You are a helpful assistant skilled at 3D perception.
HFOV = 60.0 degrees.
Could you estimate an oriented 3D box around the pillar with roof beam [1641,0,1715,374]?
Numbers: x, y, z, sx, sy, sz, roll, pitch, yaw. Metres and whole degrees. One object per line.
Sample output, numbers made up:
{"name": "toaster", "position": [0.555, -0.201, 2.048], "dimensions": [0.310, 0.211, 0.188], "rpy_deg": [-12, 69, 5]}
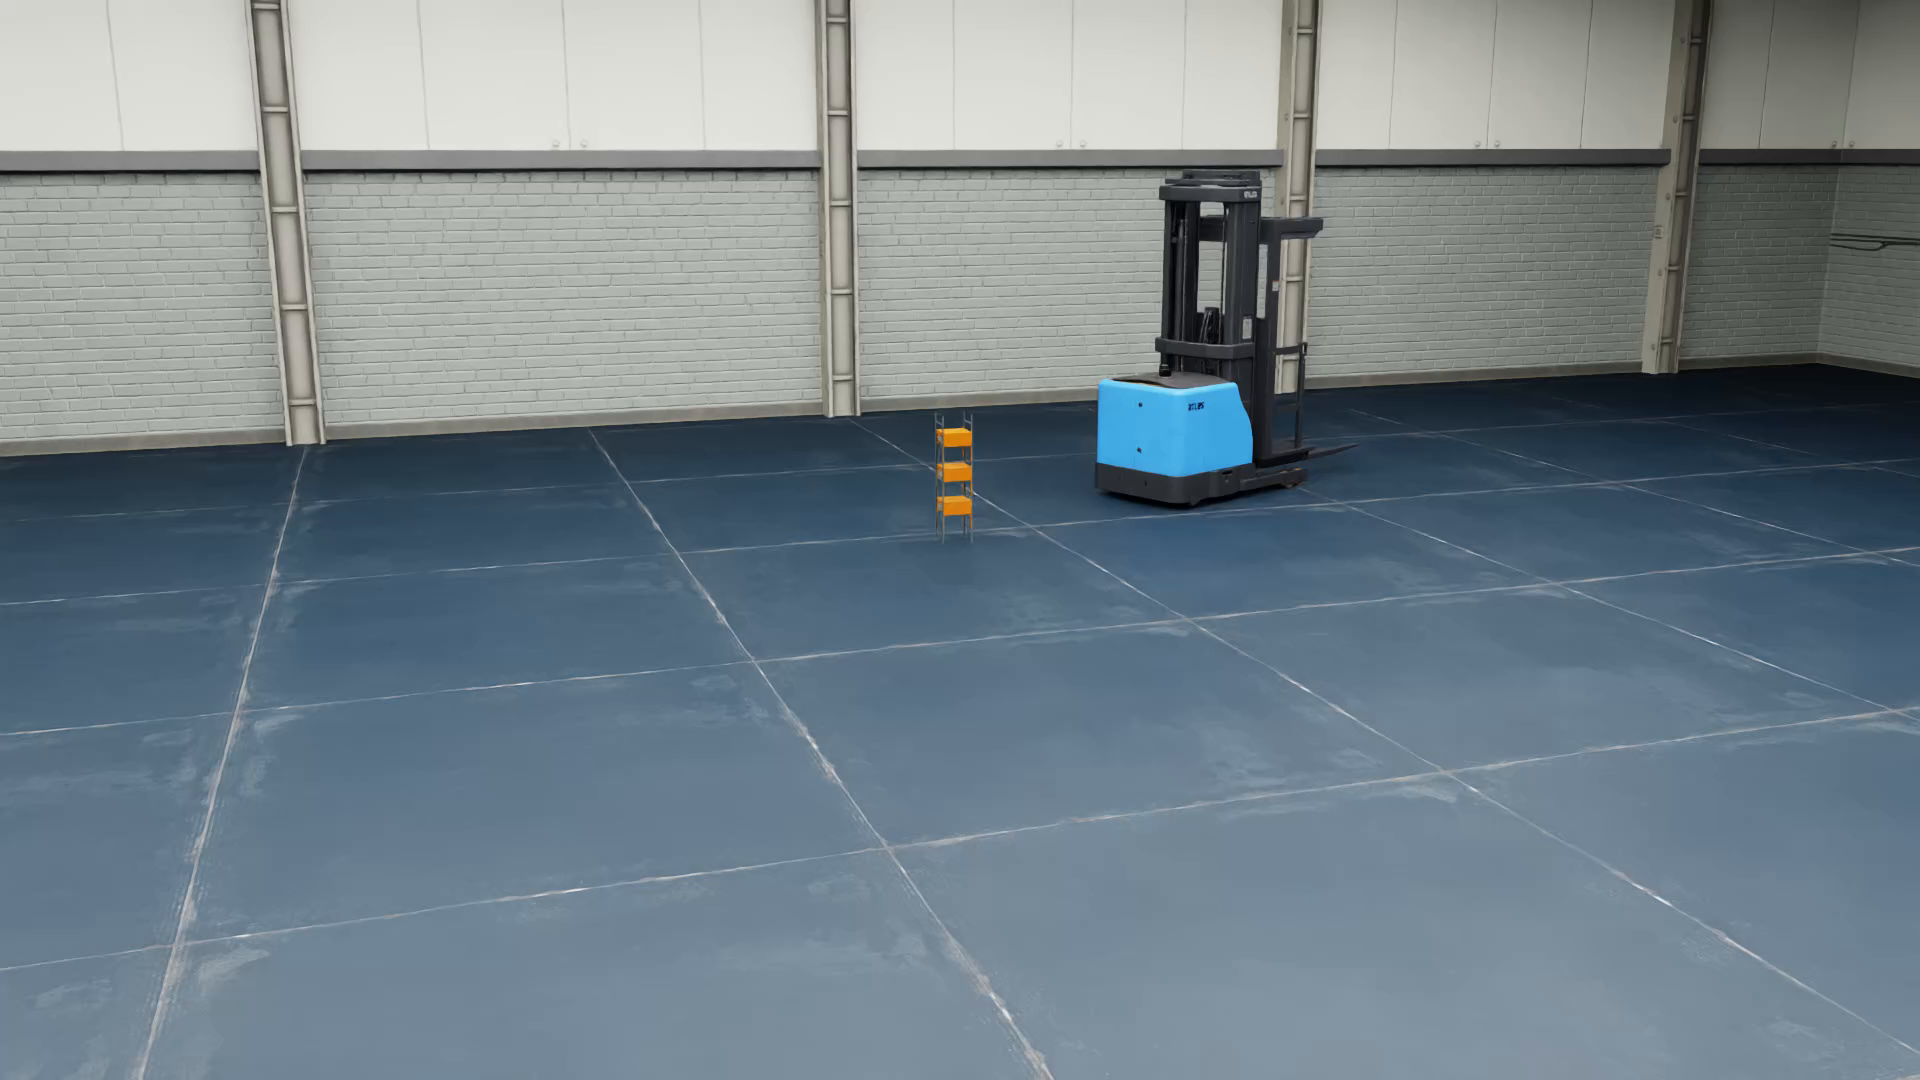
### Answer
{"name": "pillar with roof beam", "position": [11.324, -5.821, 18.669], "dimensions": [0.400, 9.000, 9.100], "rpy_deg": [-4, 14, -18]}

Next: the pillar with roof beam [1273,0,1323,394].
{"name": "pillar with roof beam", "position": [5.637, -5.378, 16.808], "dimensions": [0.400, 9.000, 9.100], "rpy_deg": [-4, 14, -18]}

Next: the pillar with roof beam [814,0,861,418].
{"name": "pillar with roof beam", "position": [-0.049, -4.936, 14.946], "dimensions": [0.400, 9.000, 9.100], "rpy_deg": [-4, 14, -18]}

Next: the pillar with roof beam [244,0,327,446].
{"name": "pillar with roof beam", "position": [-5.736, -4.493, 13.084], "dimensions": [0.400, 9.000, 9.100], "rpy_deg": [-4, 14, -18]}

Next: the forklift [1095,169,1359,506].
{"name": "forklift", "position": [2.675, -1.994, 15.692], "dimensions": [3.031, 2.935, 1.130], "rpy_deg": [-12, 18, -41]}

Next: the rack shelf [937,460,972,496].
{"name": "rack shelf", "position": [-0.051, -0.497, 13.507], "dimensions": [0.240, 0.259, 0.215], "rpy_deg": [-4, 14, -18]}

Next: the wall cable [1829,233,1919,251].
{"name": "wall cable", "position": [13.165, -5.182, 22.693], "dimensions": [0.112, 2.526, 3.097], "rpy_deg": [-4, 14, -18]}

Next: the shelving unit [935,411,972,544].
{"name": "shelving unit", "position": [-0.051, -0.507, 13.505], "dimensions": [0.252, 1.050, 0.215], "rpy_deg": [-4, 14, -18]}

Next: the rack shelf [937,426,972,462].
{"name": "rack shelf", "position": [-0.051, -0.773, 13.441], "dimensions": [0.240, 0.259, 0.215], "rpy_deg": [-4, 14, -18]}

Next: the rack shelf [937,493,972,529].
{"name": "rack shelf", "position": [-0.051, -0.226, 13.571], "dimensions": [0.240, 0.259, 0.215], "rpy_deg": [-4, 14, -18]}

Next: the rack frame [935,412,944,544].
{"name": "rack frame", "position": [-0.166, -0.498, 13.467], "dimensions": [0.008, 1.050, 0.200], "rpy_deg": [-4, 14, -18]}

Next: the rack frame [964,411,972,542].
{"name": "rack frame", "position": [0.065, -0.516, 13.543], "dimensions": [0.008, 1.050, 0.200], "rpy_deg": [-4, 14, -18]}
